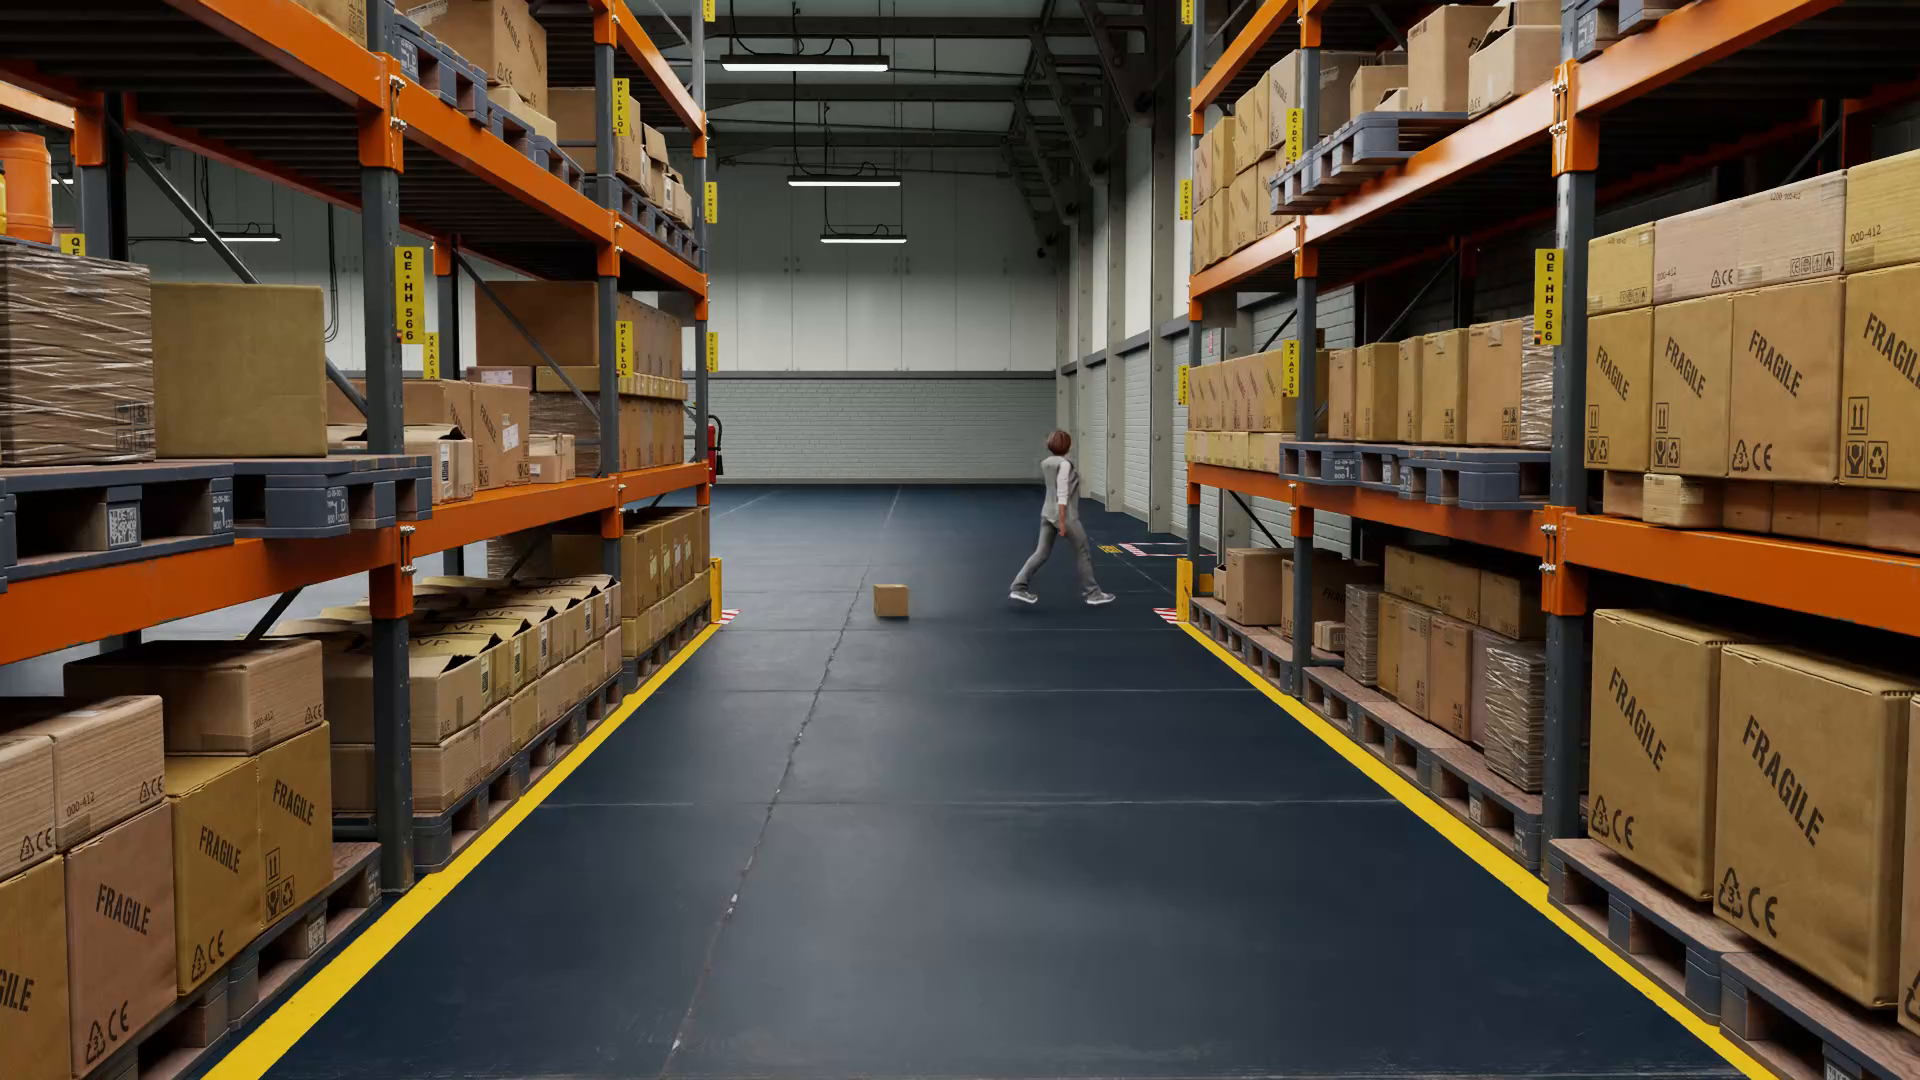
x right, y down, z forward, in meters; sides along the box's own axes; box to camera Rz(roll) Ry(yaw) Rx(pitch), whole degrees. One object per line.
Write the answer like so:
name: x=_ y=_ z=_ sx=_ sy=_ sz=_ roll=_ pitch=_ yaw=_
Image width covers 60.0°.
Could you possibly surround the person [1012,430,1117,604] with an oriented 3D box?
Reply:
person: x=0.911 y=-0.196 z=14.560 sx=0.982 sy=1.537 sz=0.442 roll=-3 pitch=5 yaw=-33
